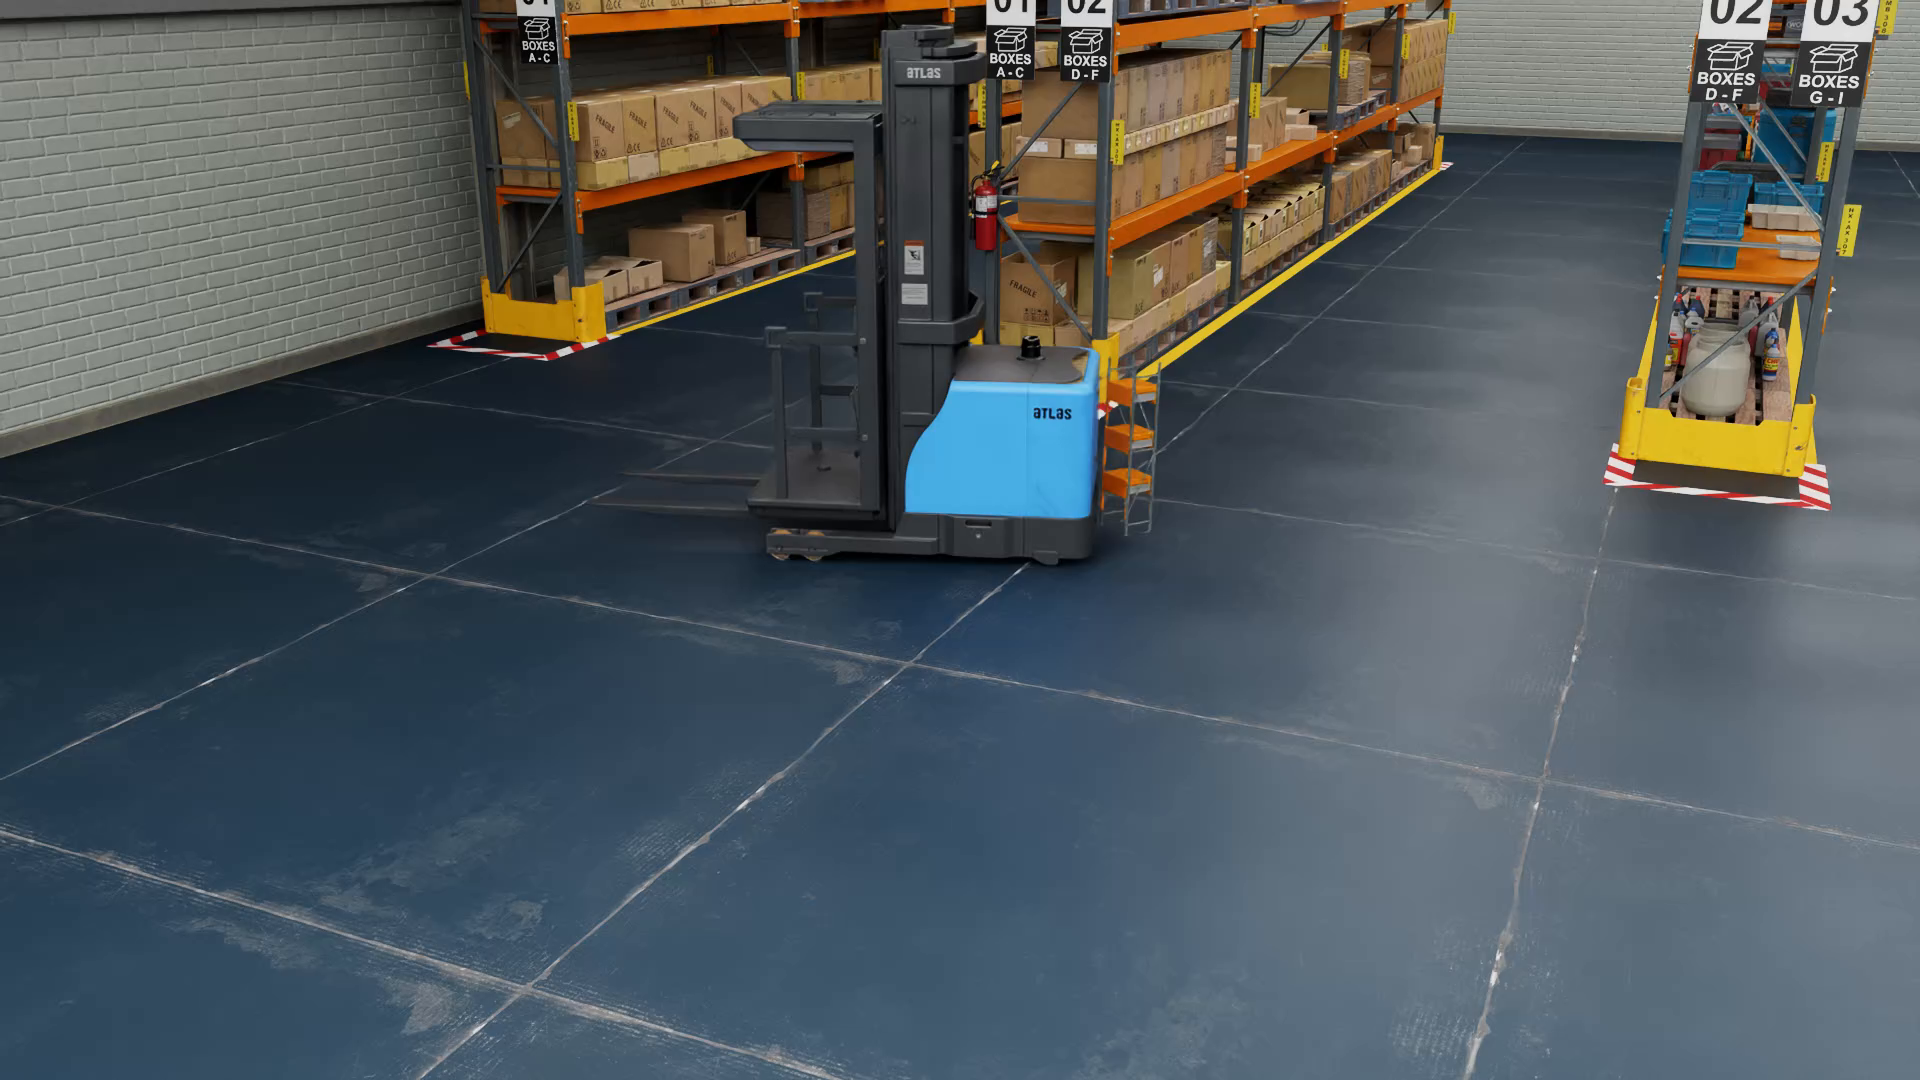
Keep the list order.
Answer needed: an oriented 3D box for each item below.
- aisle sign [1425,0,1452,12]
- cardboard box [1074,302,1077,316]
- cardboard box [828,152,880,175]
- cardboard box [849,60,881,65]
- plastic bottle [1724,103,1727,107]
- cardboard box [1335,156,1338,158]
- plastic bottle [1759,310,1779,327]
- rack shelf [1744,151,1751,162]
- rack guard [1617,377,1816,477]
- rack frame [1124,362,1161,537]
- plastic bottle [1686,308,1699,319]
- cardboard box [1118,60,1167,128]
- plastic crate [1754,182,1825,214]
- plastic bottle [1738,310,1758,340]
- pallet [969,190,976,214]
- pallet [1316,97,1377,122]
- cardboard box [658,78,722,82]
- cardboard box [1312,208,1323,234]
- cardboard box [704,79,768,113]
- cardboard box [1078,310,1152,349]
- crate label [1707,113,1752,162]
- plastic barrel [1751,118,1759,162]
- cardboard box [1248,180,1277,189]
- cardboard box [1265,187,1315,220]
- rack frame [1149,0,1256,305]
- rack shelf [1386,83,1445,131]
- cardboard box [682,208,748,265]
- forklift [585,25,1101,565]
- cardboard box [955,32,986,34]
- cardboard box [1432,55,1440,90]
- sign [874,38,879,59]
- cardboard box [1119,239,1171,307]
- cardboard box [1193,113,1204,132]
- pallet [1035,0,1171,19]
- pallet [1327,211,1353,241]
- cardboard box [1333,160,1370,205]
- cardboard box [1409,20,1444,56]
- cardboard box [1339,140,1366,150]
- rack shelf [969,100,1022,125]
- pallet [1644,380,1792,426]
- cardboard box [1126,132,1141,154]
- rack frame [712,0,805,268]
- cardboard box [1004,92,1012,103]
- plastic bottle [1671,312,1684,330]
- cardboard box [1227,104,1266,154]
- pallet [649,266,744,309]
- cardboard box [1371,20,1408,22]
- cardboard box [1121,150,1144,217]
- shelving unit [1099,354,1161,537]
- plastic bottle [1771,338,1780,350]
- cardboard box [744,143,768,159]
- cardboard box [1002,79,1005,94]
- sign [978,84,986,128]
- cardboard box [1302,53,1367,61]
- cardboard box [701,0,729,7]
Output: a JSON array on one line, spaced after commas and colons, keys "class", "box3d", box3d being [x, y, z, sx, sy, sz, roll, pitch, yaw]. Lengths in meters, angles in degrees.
[{"class": "aisle sign", "box3d": [7.535, -8.706, 26.093, 0.394, 0.787, 0.004, 9, 21, 23]}, {"class": "cardboard box", "box3d": [0.819, -1.873, 14.234, 0.500, 0.250, 0.500, 9, 21, 23]}, {"class": "cardboard box", "box3d": [-1.314, -4.567, 20.290, 0.500, 0.250, 0.500, 8, 21, 22]}, {"class": "cardboard box", "box3d": [-0.957, -5.670, 20.630, 0.700, 0.500, 0.500, 6, 21, 18]}, {"class": "plastic bottle", "box3d": [9.650, -5.500, 21.031, 0.144, 0.351, 0.185, 9, 21, 23]}, {"class": "cardboard box", "box3d": [4.749, -4.878, 22.283, 0.500, 0.500, 0.500, 9, 21, 23]}, {"class": "plastic bottle", "box3d": [6.619, -1.719, 13.621, 0.144, 0.351, 0.185, 8, 21, 22]}, {"class": "rack shelf", "box3d": [7.650, -3.426, 16.198, 1.077, 0.370, 4.000, 9, 21, 23]}, {"class": "rack guard", "box3d": [5.181, -0.782, 11.423, 1.175, 0.500, 0.348, 9, 21, 23]}, {"class": "rack frame", "box3d": [1.085, -0.531, 9.886, 0.200, 1.050, 0.008, -11, 22, -31]}, {"class": "plastic bottle", "box3d": [6.172, -1.824, 14.037, 0.097, 0.271, 0.097, 0, 20, 0]}, {"class": "cardboard box", "box3d": [1.316, -3.742, 13.930, 0.700, 0.500, 0.500, 9, 21, 23]}, {"class": "plastic crate", "box3d": [6.625, -2.708, 13.327, 0.499, 0.251, 0.616, 9, 21, 23]}, {"class": "plastic bottle", "box3d": [6.606, -1.795, 13.947, 0.152, 0.276, 0.135, 9, 21, 23]}, {"class": "pallet", "box3d": [-0.178, -4.652, 22.735, 1.003, 0.211, 1.213, 9, 21, 23]}, {"class": "pallet", "box3d": [4.743, -5.561, 21.417, 1.003, 0.211, 1.213, 9, 21, 23]}, {"class": "cardboard box", "box3d": [-2.806, -4.532, 17.310, 0.500, 0.500, 0.500, 8, 21, 22]}, {"class": "cardboard box", "box3d": [3.958, -3.765, 19.555, 0.500, 0.250, 0.500, 9, 22, 24]}, {"class": "cardboard box", "box3d": [-2.318, -4.464, 17.120, 0.500, 0.500, 0.500, 8, 21, 22]}, {"class": "cardboard box", "box3d": [1.299, -1.800, 14.031, 0.500, 0.250, 0.500, 9, 21, 23]}, {"class": "crate label", "box3d": [7.815, -4.126, 17.041, 0.502, 0.435, 0.616, 9, 21, 23]}, {"class": "plastic barrel", "box3d": [7.723, -3.704, 15.704, 0.433, 0.535, 0.433, 0, 20, 0]}, {"class": "cardboard box", "box3d": [3.469, -4.104, 19.671, 0.500, 0.311, 0.500, 9, 22, 25]}, {"class": "cardboard box", "box3d": [3.755, -3.870, 19.013, 0.500, 0.311, 0.500, 8, 21, 22]}, {"class": "rack frame", "box3d": [2.313, -3.834, 16.273, 1.000, 3.000, 0.127, 9, 21, 23]}, {"class": "rack shelf", "box3d": [6.408, -6.552, 24.989, 1.077, 0.370, 4.000, 9, 21, 23]}, {"class": "cardboard box", "box3d": [-2.596, -3.219, 17.619, 0.500, 0.500, 0.500, 7, 21, 19]}, {"class": "forklift", "box3d": [-0.697, -1.437, 9.635, 3.031, 2.935, 1.130, 2, 20, 7]}, {"class": "cardboard box", "box3d": [0.234, -7.088, 23.682, 0.500, 0.250, 0.500, 8, 21, 21]}, {"class": "cardboard box", "box3d": [7.083, -7.216, 25.634, 0.500, 0.500, 0.500, 9, 21, 23]}, {"class": "sign", "box3d": [-1.077, -6.356, 21.637, 0.100, 0.325, 0.005, 9, 21, 23]}, {"class": "cardboard box", "box3d": [1.494, -2.308, 14.340, 0.500, 0.500, 0.500, 9, 21, 23]}, {"class": "cardboard box", "box3d": [1.979, -3.763, 14.957, 0.380, 0.149, 0.250, 8, 21, 22]}, {"class": "pallet", "box3d": [0.988, -4.195, 12.945, 1.003, 0.211, 1.213, 9, 21, 23]}, {"class": "pallet", "box3d": [4.291, -3.966, 20.806, 1.003, 0.211, 1.213, 9, 21, 23]}, {"class": "cardboard box", "box3d": [5.027, -4.660, 21.669, 0.500, 0.500, 0.500, 8, 21, 21]}, {"class": "cardboard box", "box3d": [7.090, -7.692, 25.480, 0.500, 0.500, 0.500, 9, 22, 24]}, {"class": "cardboard box", "box3d": [5.564, -5.522, 24.094, 0.500, 0.500, 0.500, 9, 21, 23]}, {"class": "rack shelf", "box3d": [0.249, -6.008, 23.459, 1.077, 0.370, 4.000, 9, 21, 23]}, {"class": "pallet", "box3d": [5.519, -0.894, 12.167, 1.003, 0.211, 1.213, 9, 21, 23]}, {"class": "cardboard box", "box3d": [1.242, -3.212, 13.405, 0.380, 0.149, 0.250, 9, 21, 23]}, {"class": "rack frame", "box3d": [-2.208, -4.513, 18.181, 1.000, 3.000, 0.127, 9, 21, 23]}, {"class": "cardboard box", "box3d": [0.509, -6.245, 23.397, 0.380, 0.149, 0.250, 9, 22, 24]}, {"class": "plastic bottle", "box3d": [5.794, -1.678, 13.507, 0.144, 0.351, 0.185, 10, 22, 25]}, {"class": "cardboard box", "box3d": [2.858, -4.275, 17.363, 0.500, 0.500, 0.500, 10, 22, 27]}, {"class": "pallet", "box3d": [-2.949, -2.614, 17.005, 1.003, 0.211, 1.213, 9, 21, 23]}, {"class": "cardboard box", "box3d": [6.598, -7.760, 25.672, 0.500, 0.500, 0.500, 9, 21, 23]}, {"class": "cardboard box", "box3d": [1.089, -2.960, 13.667, 0.700, 0.500, 0.500, 9, 22, 24]}, {"class": "shelving unit", "box3d": [1.019, -0.565, 9.983, 0.215, 1.050, 0.252, -11, 22, -31]}, {"class": "plastic bottle", "box3d": [6.329, -1.436, 12.927, 0.061, 0.283, 0.133, 9, 21, 24]}, {"class": "cardboard box", "box3d": [-2.337, -4.114, 17.254, 0.500, 0.250, 0.500, 9, 21, 23]}, {"class": "cardboard box", "box3d": [0.290, -6.356, 22.741, 0.500, 0.500, 0.500, 8, 21, 22]}, {"class": "sign", "box3d": [0.186, -3.347, 12.822, 0.100, 0.325, 0.005, 9, 21, 23]}, {"class": "cardboard box", "box3d": [4.967, -6.191, 22.126, 0.700, 0.500, 0.500, 12, 23, 31]}, {"class": "cardboard box", "box3d": [-2.600, -5.467, 16.208, 0.500, 0.500, 0.500, 8, 21, 21]}]
